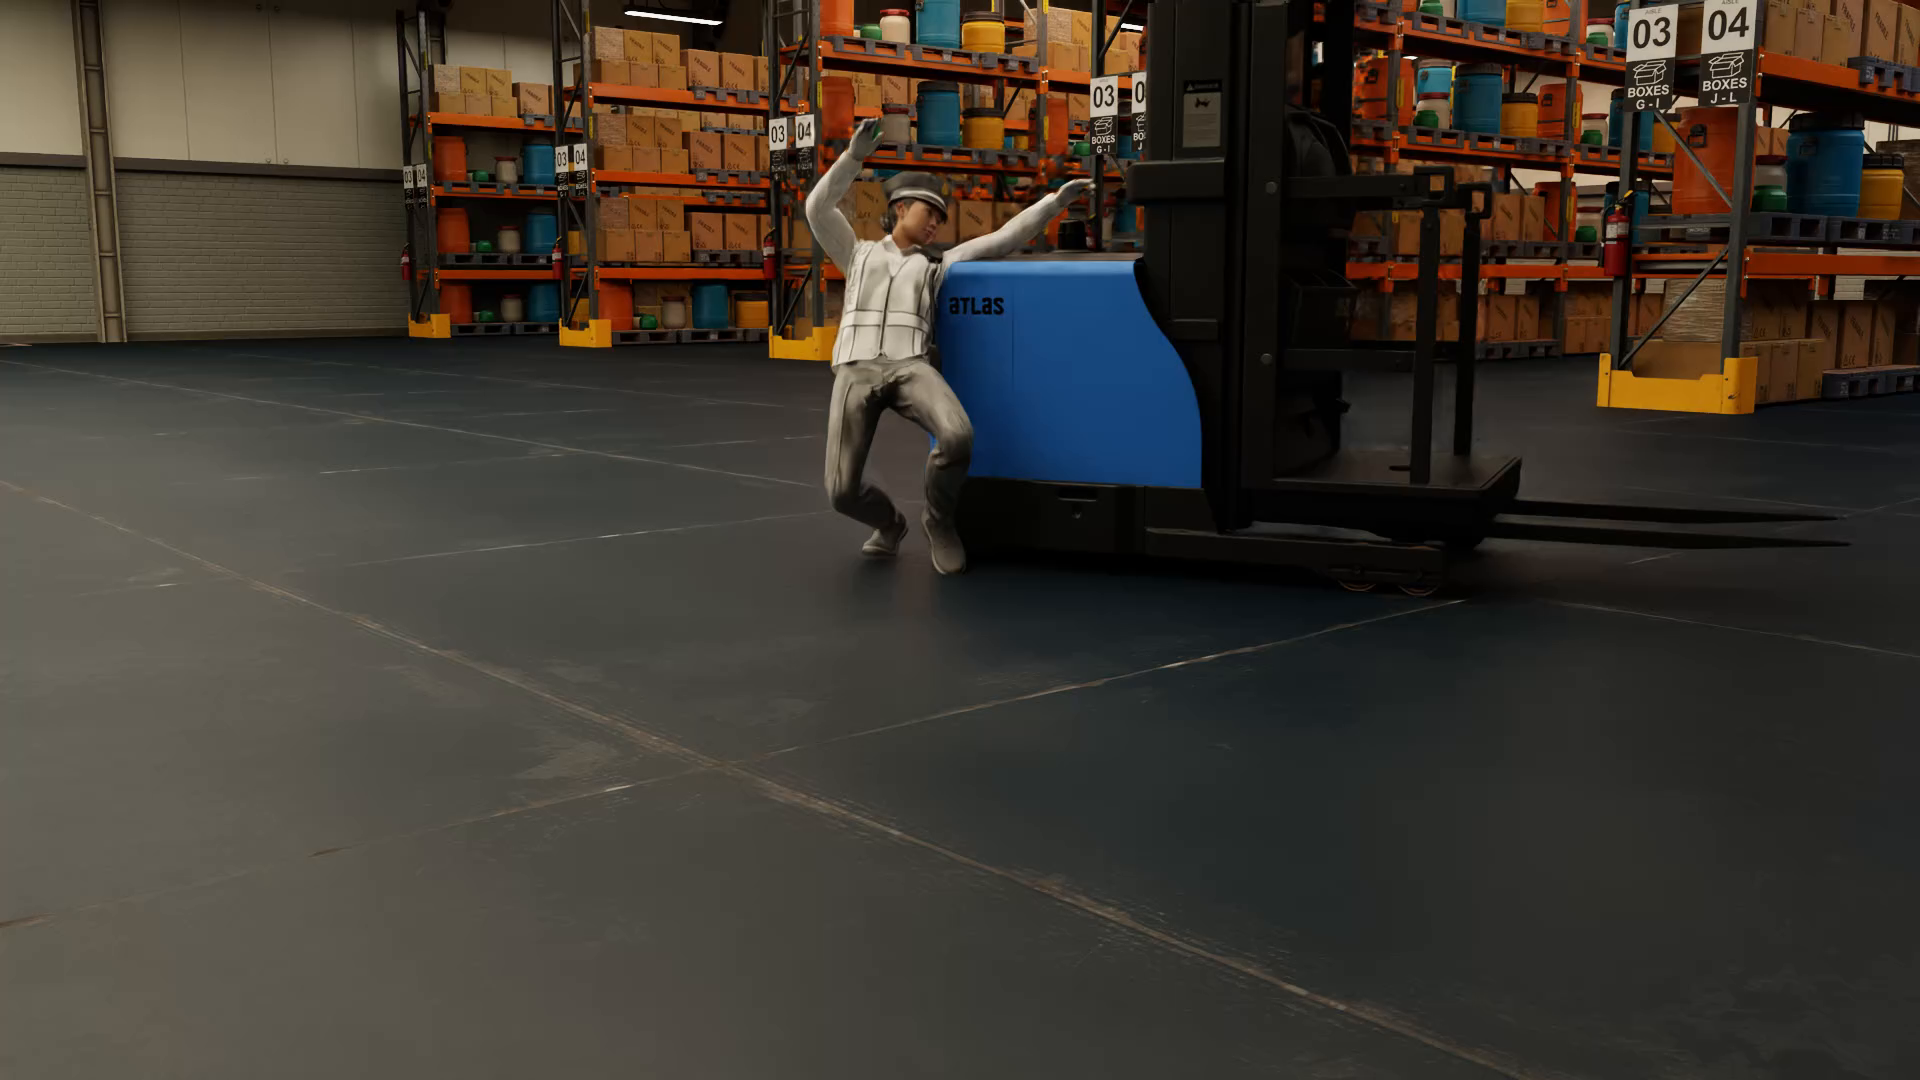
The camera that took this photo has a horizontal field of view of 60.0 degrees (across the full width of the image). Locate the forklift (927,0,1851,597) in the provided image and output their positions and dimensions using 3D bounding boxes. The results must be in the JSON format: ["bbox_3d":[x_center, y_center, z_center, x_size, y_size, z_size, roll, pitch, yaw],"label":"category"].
[{"bbox_3d":[1.439,-1.358,5.733,3.031,2.935,1.130,4,10,24],"label":"forklift"}]

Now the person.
[{"bbox_3d":[-0.033,-0.664,5.829,1.005,1.565,0.818,1,9,4],"label":"person"}]
